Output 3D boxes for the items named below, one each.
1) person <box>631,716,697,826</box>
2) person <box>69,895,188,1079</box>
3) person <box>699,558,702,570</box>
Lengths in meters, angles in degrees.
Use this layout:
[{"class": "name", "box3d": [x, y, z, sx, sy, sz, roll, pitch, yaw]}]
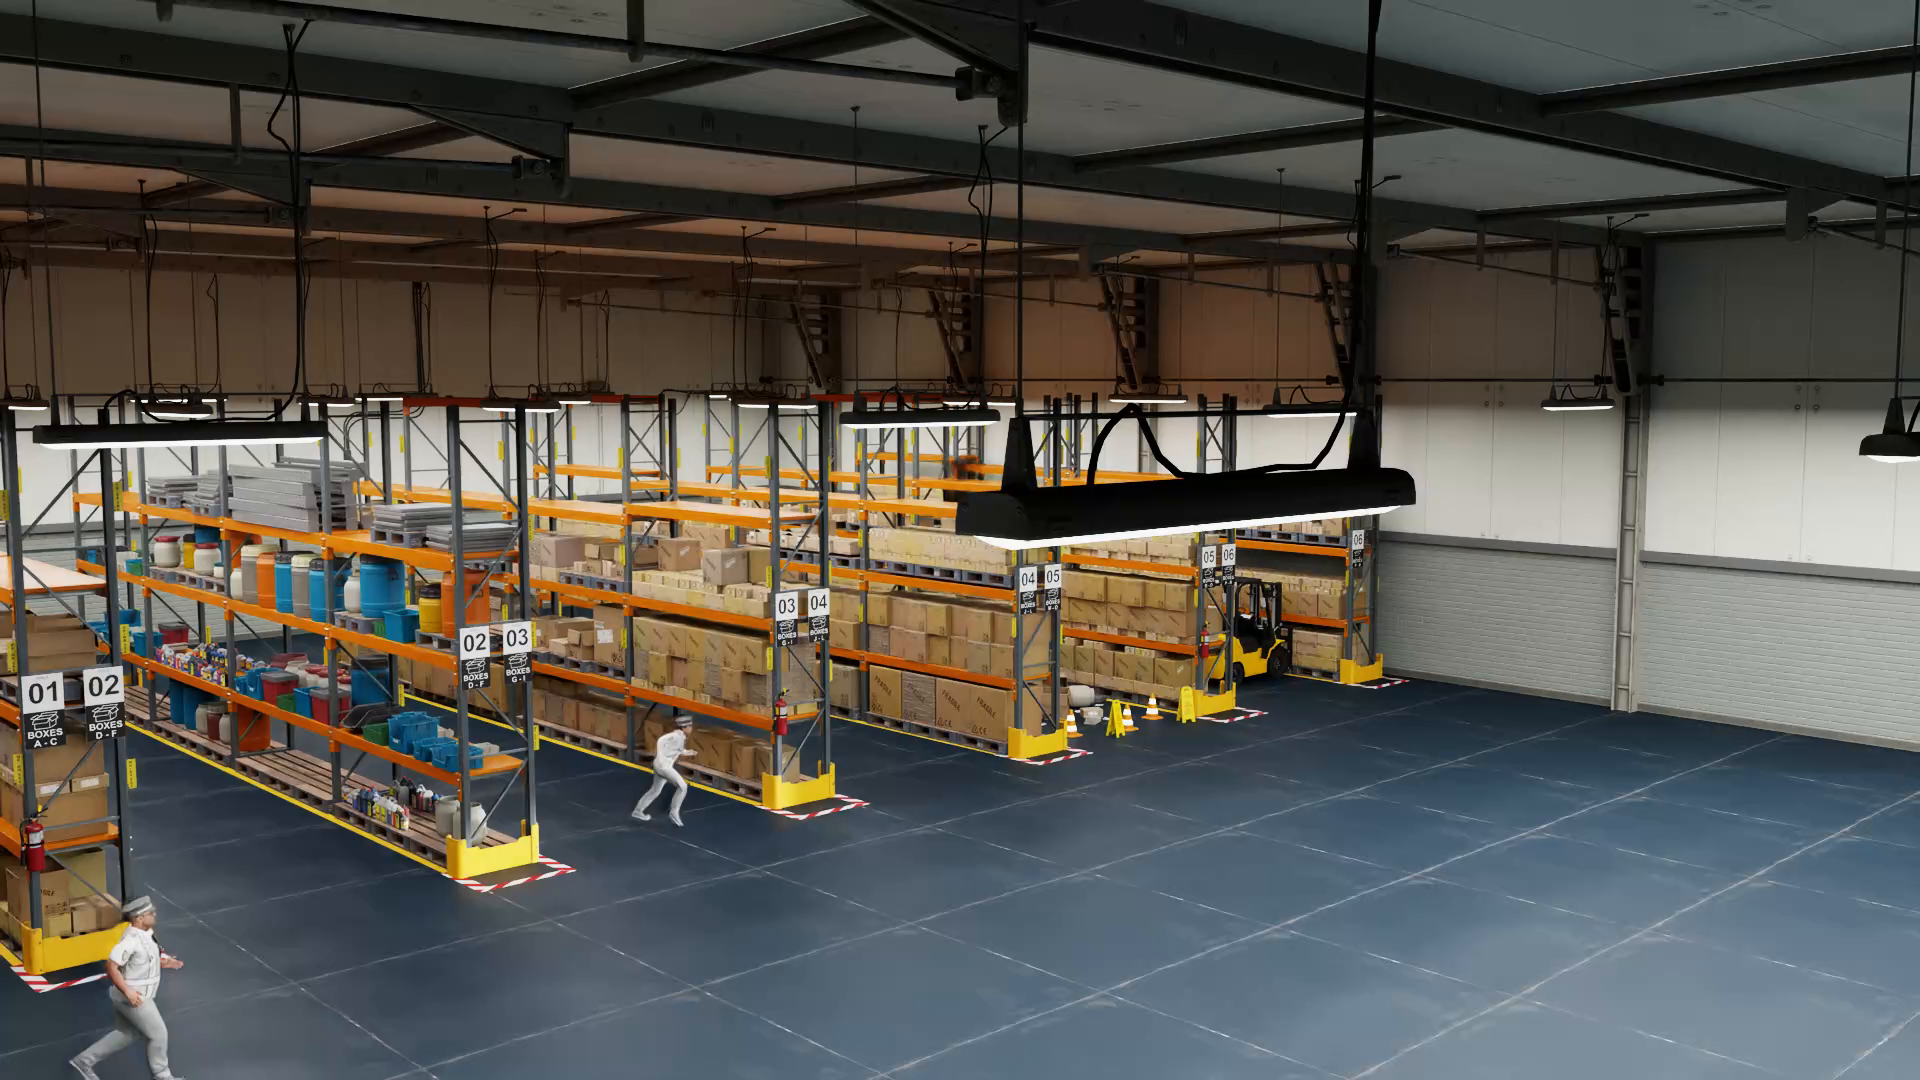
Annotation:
[{"class": "person", "box3d": [-4.212, 3.300, 23.588, 0.946, 1.602, 0.663, 0, 6, -2]}, {"class": "person", "box3d": [-7.376, 4.042, 14.716, 0.950, 1.772, 0.641, -2, 6, -24]}, {"class": "person", "box3d": [-7.488, 0.934, 46.753, 0.697, 1.845, 0.830, 3, 6, 31]}]
